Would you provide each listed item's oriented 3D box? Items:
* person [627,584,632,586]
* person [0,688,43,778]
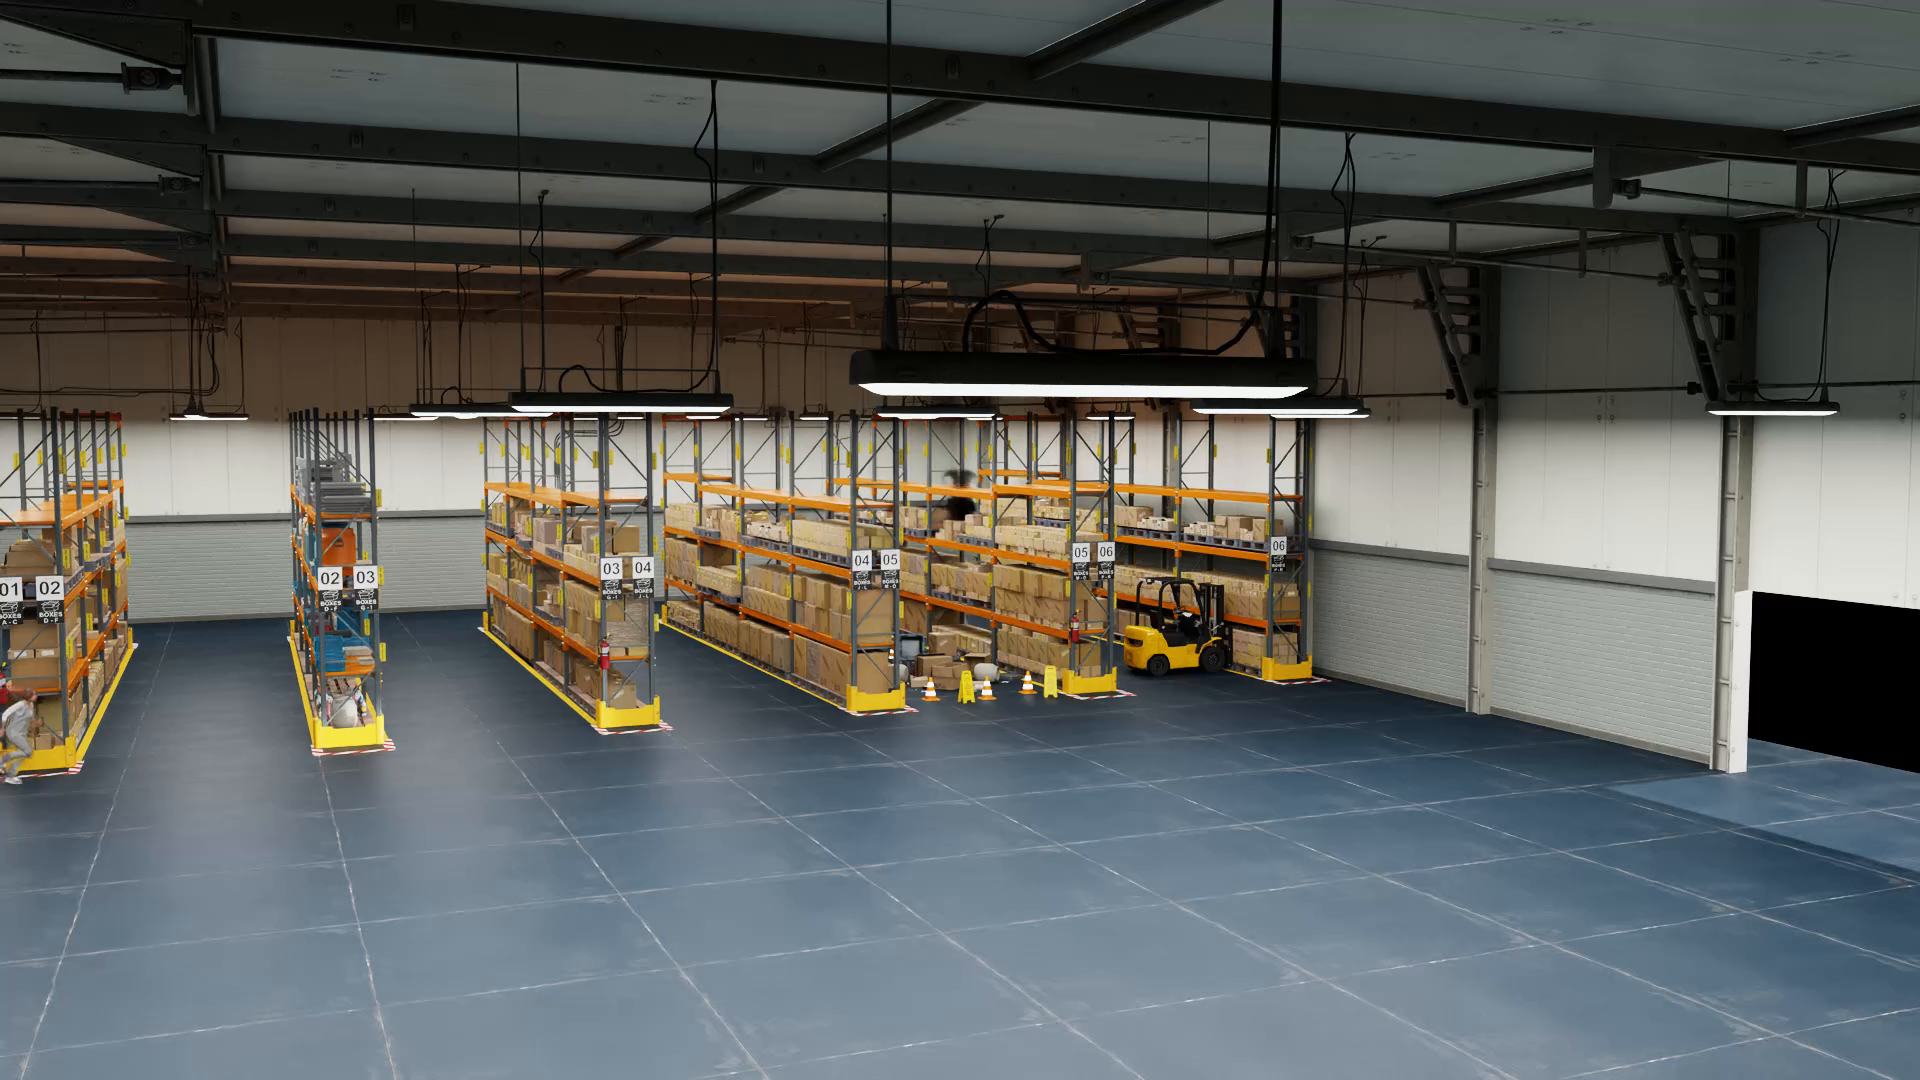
[{"bbox_3d":[-9.425,1.572,46.797,0.439,1.820,0.669,-1,4,-12],"label":"person"},{"bbox_3d":[-14.938,3.074,26.473,0.612,1.436,0.488,-1,4,-9],"label":"person"}]
